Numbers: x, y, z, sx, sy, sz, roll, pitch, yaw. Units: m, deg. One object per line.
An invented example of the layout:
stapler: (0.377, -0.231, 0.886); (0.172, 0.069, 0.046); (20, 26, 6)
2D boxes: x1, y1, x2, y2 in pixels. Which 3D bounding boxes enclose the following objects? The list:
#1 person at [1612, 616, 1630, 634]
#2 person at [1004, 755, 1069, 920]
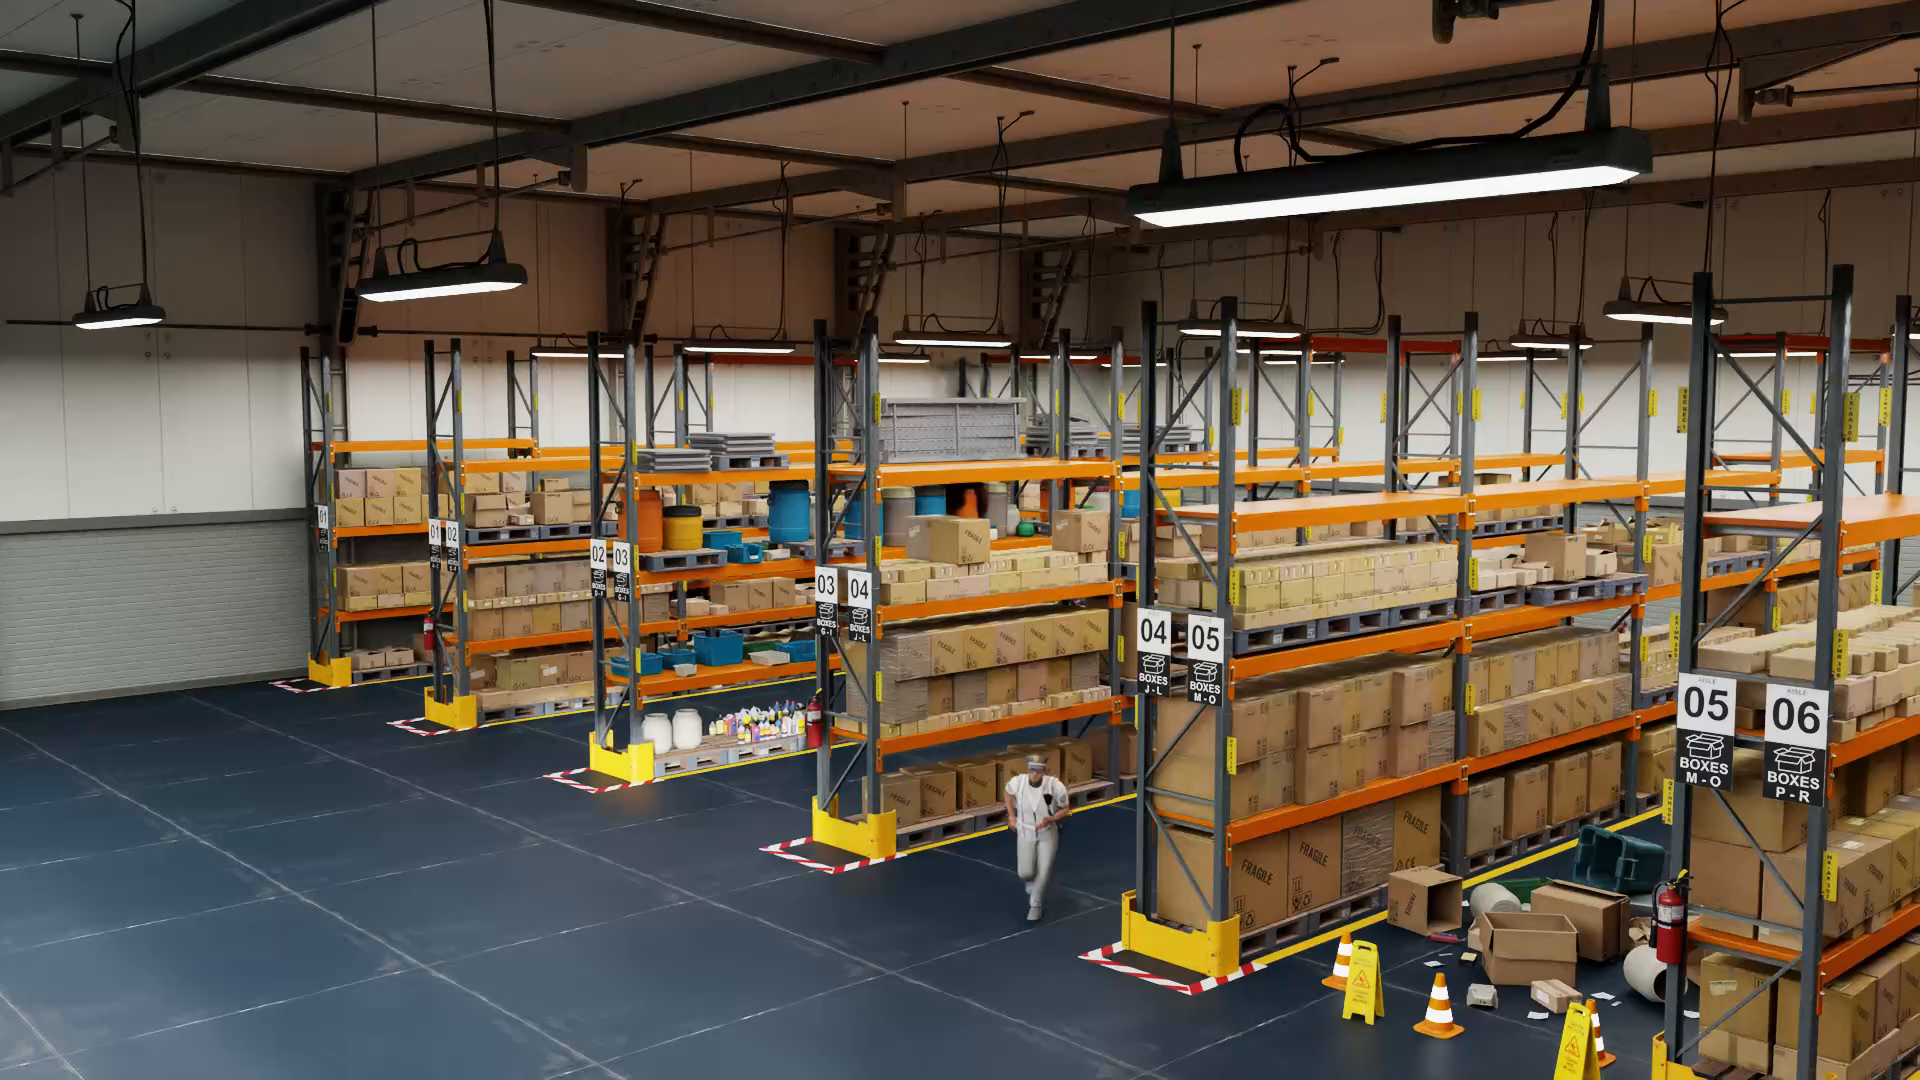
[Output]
person: (10.490, 2.013, 26.458); (0.630, 1.650, 0.777); (5, 7, 44)
person: (0.746, 2.899, 16.329); (0.648, 1.701, 0.749); (1, 5, 6)
